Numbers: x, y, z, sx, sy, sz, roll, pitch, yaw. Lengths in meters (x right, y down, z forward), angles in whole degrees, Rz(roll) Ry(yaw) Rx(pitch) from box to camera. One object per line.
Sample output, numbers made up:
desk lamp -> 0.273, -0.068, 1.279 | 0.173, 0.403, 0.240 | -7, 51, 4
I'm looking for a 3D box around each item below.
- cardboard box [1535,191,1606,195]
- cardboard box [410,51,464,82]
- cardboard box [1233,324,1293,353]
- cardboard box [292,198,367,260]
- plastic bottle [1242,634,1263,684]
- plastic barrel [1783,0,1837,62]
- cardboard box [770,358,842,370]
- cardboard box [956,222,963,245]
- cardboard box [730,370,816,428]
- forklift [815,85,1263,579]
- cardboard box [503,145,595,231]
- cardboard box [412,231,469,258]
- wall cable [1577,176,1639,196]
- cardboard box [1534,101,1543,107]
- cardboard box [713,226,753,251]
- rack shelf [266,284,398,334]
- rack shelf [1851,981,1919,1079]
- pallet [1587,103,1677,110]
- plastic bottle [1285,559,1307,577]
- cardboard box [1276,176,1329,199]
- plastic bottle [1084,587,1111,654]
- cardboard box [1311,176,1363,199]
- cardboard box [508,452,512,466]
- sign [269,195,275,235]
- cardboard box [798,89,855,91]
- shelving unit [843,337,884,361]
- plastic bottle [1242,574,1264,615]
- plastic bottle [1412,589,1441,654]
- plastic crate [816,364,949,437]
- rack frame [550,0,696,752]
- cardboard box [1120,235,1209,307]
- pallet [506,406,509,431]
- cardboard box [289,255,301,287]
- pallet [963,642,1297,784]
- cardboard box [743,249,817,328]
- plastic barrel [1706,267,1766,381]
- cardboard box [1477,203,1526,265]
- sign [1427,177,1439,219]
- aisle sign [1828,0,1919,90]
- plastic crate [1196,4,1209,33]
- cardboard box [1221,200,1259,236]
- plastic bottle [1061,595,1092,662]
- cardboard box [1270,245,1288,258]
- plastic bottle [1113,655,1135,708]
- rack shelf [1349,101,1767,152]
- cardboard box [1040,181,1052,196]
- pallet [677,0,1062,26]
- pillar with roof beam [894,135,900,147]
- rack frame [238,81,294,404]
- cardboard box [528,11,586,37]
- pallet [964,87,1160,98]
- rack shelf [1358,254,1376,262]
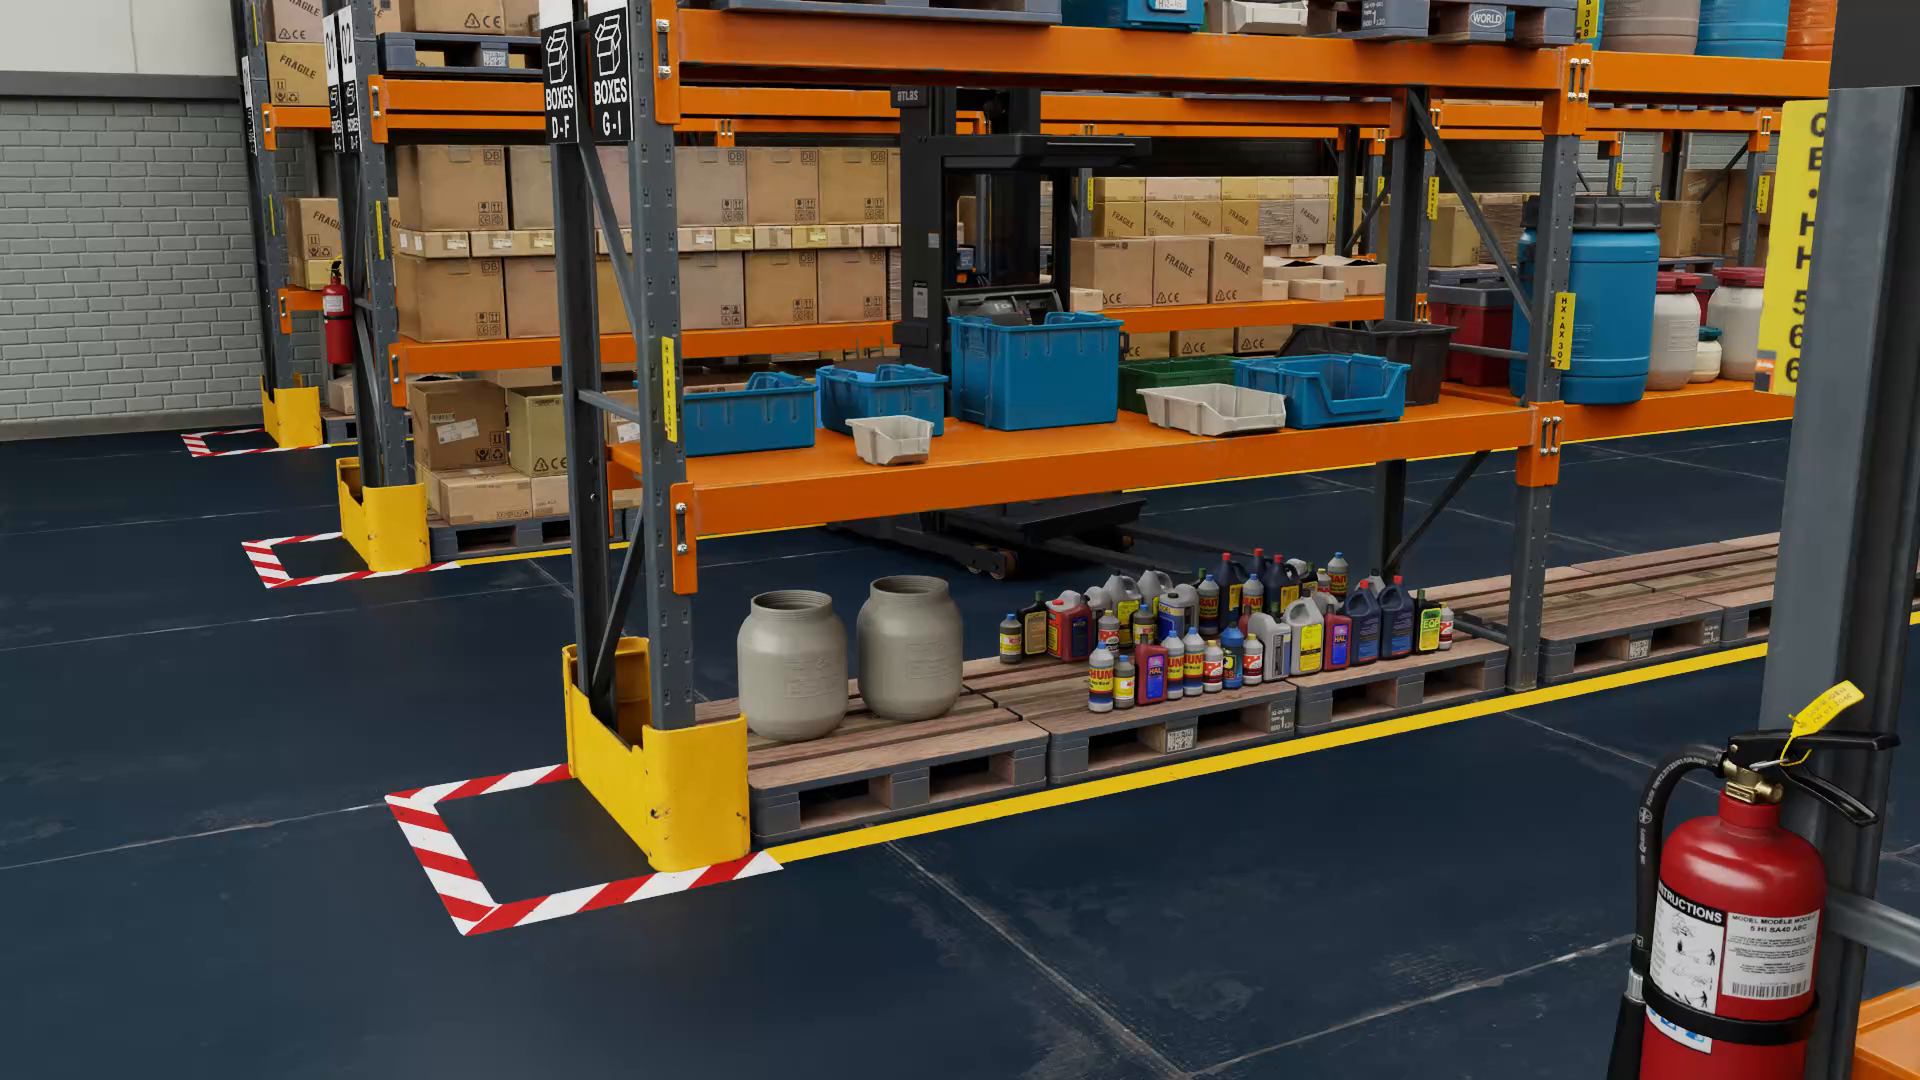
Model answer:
cardboard box -> 7.674, -4.131, 21.451 | 0.700, 0.700, 0.980 | -6, 14, -25
cardboard box -> -4.571, -3.971, 14.318 | 0.500, 0.500, 0.500 | -6, 14, -25
cardboard box -> 3.319, -2.588, 19.218 | 0.750, 0.750, 0.750 | -6, 14, -26
cardboard box -> -5.364, -2.652, 14.149 | 0.500, 0.500, 0.500 | -7, 14, -28
plastic bottle -> 1.217, 0.493, 6.957 | 0.097, 0.201, 0.097 | 0, 13, 0
plastic barrel -> 4.443, -2.849, 8.627 | 0.708, 0.830, 0.600 | -7, 14, -28
cardboard box -> -1.031, -1.011, 11.866 | 0.500, 0.500, 0.500 | -7, 14, -28
cardboard box -> -0.175, -2.119, 11.489 | 0.250, 0.149, 0.380 | -7, 14, -28
cardboard box -> -1.223, -0.858, 11.190 | 0.500, 0.500, 0.500 | -7, 14, -28
forklift -> 0.421, -1.329, 9.838 | 1.130, 2.935, 3.031 | -11, 17, -41
cardboard box -> -2.629, -2.193, 10.341 | 0.500, 0.500, 0.700 | -7, 15, -29
cardboard box -> -3.102, -1.768, 9.928 | 0.250, 0.149, 0.380 | -7, 14, -28
wall cable -> 8.788, -4.853, 23.028 | 1.851, 1.984, 0.084 | -7, 14, -28
cardboard box -> 4.743, -3.918, 14.125 | 0.500, 0.500, 0.910 | -7, 14, -28
cardboard box -> -1.522, -1.957, 10.770 | 0.250, 0.149, 0.380 | -6, 14, -26
rack shelf -> -4.171, -2.217, 15.266 | 4.000, 0.370, 1.077 | -7, 14, -28
rack shelf -> 2.949, 0.647, 2.541 | 4.000, 0.370, 1.077 | -7, 14, -28
pallet -> 5.468, -3.872, 14.580 | 1.003, 0.211, 1.213 | -7, 14, -28
plastic bottle -> 1.571, 0.234, 7.941 | 0.135, 0.276, 0.152 | -6, 14, -26
cardboard box -> 3.865, -4.039, 19.065 | 0.500, 0.250, 0.500 | -6, 14, -27
plastic bottle -> 0.578, 0.353, 7.412 | 0.135, 0.276, 0.152 | -7, 15, -29
cardboard box -> 4.319, -4.091, 19.296 | 0.500, 0.250, 0.500 | -6, 14, -26
cardboard box -> -2.788, -0.435, 11.015 | 0.500, 0.250, 0.500 | -7, 14, -28
sign -> -5.667, -2.675, 13.692 | 0.005, 0.325, 0.100 | -7, 14, -28
cardboard box -> -1.357, -4.510, 16.231 | 0.500, 0.311, 0.500 | -6, 14, -26
shelving unit -> -0.597, -0.740, 11.124 | 0.189, 1.200, 0.258 | -8, 6, -28
plastic bottle -> 1.354, 0.291, 7.696 | 0.097, 0.271, 0.097 | 0, 13, 0
plastic bottle -> 2.067, 0.356, 7.380 | 0.133, 0.283, 0.061 | -6, 14, -25
plastic crate -> -0.311, -0.553, 6.573 | 0.408, 0.251, 0.499 | -7, 14, -28
rack frame -> -1.180, -0.448, 5.768 | 0.127, 3.000, 1.000 | -7, 14, -28
cardboard box -> 1.545, -2.058, 12.696 | 0.500, 0.500, 0.500 | -7, 14, -28
pallet -> -4.061, -1.211, 15.509 | 1.213, 0.211, 1.003 | -7, 14, -28
cardboard box -> -5.609, -2.380, 14.650 | 0.500, 0.250, 0.500 | -7, 14, -27
pallet -> 0.649, 0.683, 7.092 | 1.213, 0.211, 1.003 | -7, 14, -28
cardboard box -> -1.328, -1.716, 11.174 | 0.500, 0.500, 0.700 | -7, 14, -27
plastic barrel -> 3.920, -1.071, 8.225 | 0.433, 0.535, 0.433 | 0, 13, 0
cardboard box -> 4.865, -2.646, 14.349 | 0.500, 0.500, 0.700 | -4, 13, -17
sign -> 3.741, -2.703, 13.150 | 0.005, 0.325, 0.100 | -7, 14, -28
aisle sign -> 0.995, -0.813, 1.469 | 0.004, 0.787, 0.394 | -7, 14, -28
plastic crate -> 0.816, -2.115, 6.827 | 0.450, 0.188, 0.336 | -7, 14, -28
cardboard box -> 2.998, -3.566, 18.671 | 0.500, 0.500, 0.500 | -6, 14, -26
plastic bottle -> 0.508, 0.384, 7.255 | 0.133, 0.283, 0.061 | -7, 14, -28
cardboard box -> 3.536, -3.315, 19.034 | 0.250, 0.149, 0.380 | -7, 14, -28
plastic bottle -> 0.652, 0.561, 6.656 | 0.097, 0.201, 0.097 | 0, 13, 0
rack shelf -> 5.227, -3.567, 14.436 | 4.000, 0.370, 1.077 | -7, 14, -28
cardboard box -> 0.807, -3.737, 17.674 | 0.250, 0.149, 0.380 | -9, 16, -35
pallet -> -0.407, -1.887, 5.762 | 1.213, 0.211, 1.003 | -7, 14, -28
pillar with roof beam -> 1.602, -5.326, 13.779 | 0.400, 9.000, 9.100 | -7, 14, -28
rack frame -> -5.927, -2.357, 14.252 | 0.127, 3.000, 1.000 | -7, 14, -28
cardboard box -> -2.433, -3.107, 10.047 | 0.250, 0.149, 0.380 | -7, 14, -28
pallet -> 0.729, -3.289, 11.996 | 1.217, 0.209, 0.805 | -8, 15, -30
rack shelf -> 6.361, -3.479, 20.875 | 4.000, 0.370, 1.077 | -7, 14, -28
